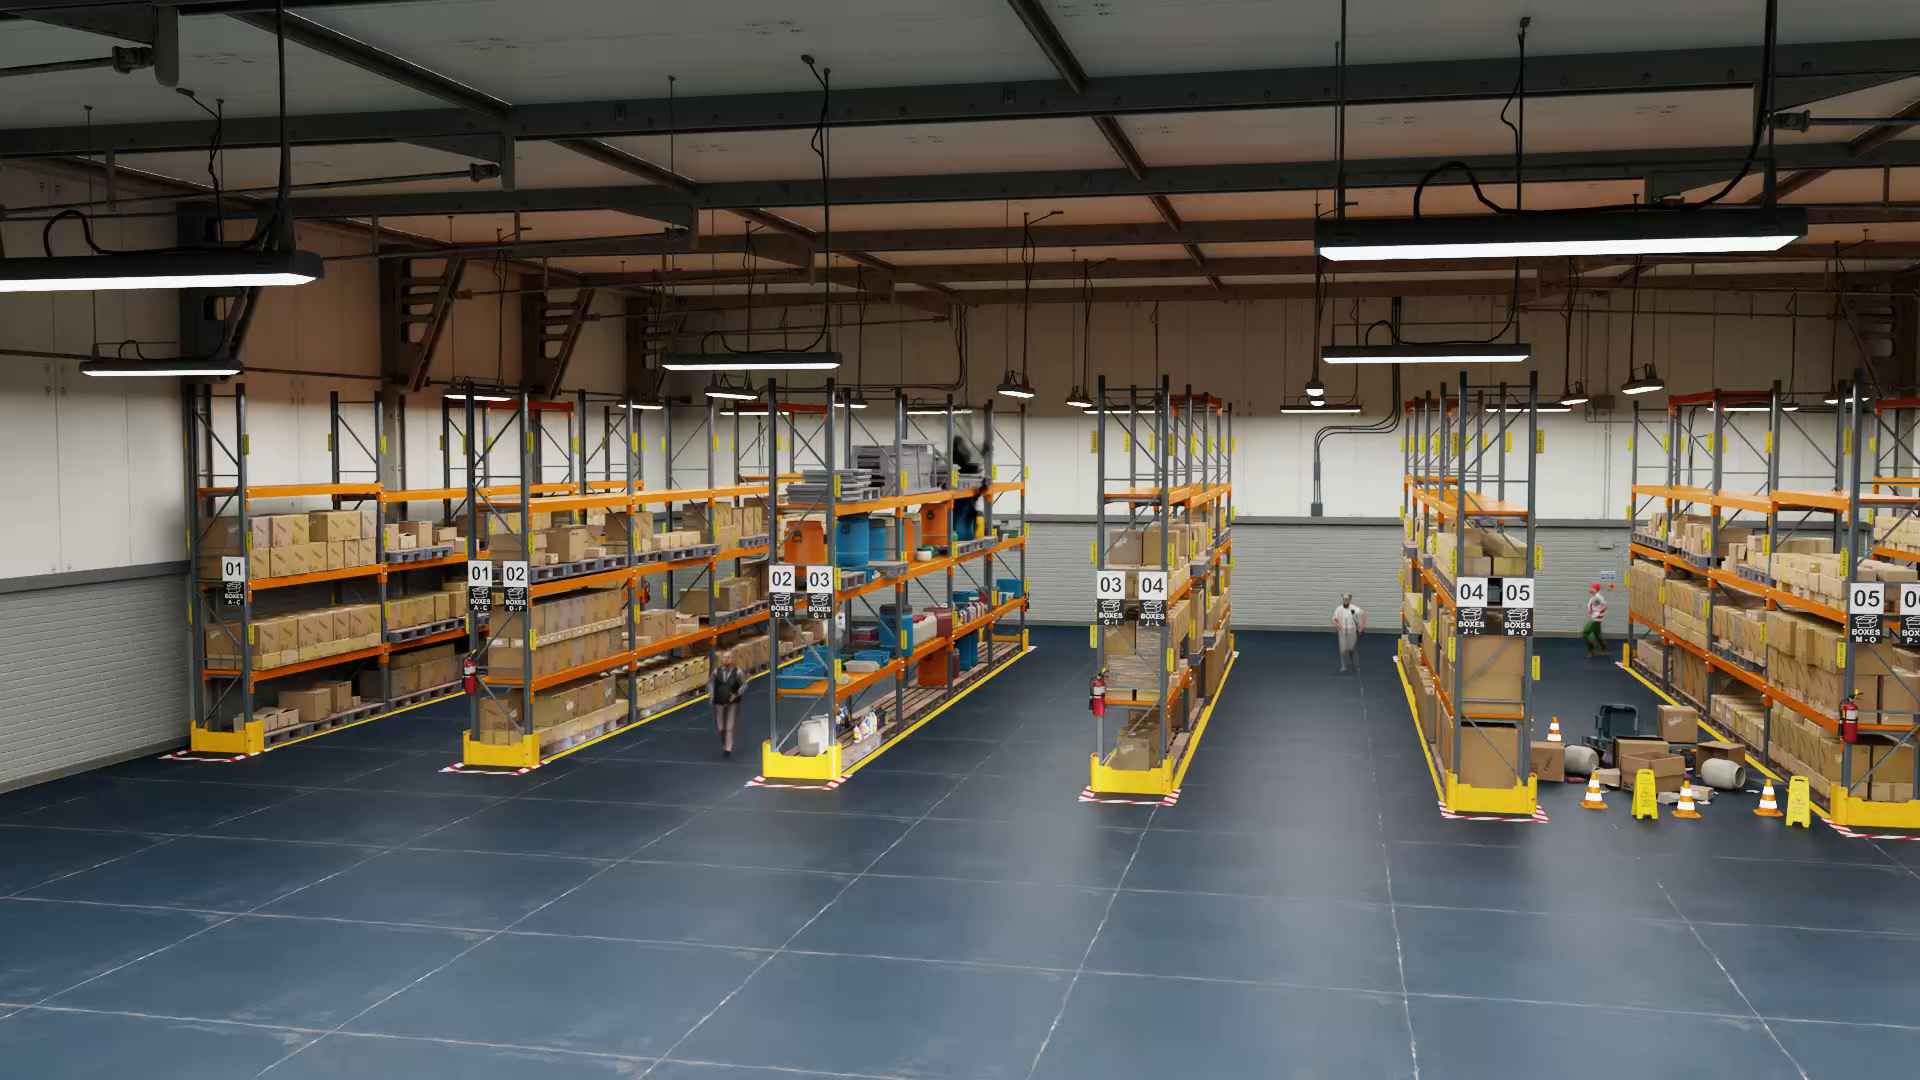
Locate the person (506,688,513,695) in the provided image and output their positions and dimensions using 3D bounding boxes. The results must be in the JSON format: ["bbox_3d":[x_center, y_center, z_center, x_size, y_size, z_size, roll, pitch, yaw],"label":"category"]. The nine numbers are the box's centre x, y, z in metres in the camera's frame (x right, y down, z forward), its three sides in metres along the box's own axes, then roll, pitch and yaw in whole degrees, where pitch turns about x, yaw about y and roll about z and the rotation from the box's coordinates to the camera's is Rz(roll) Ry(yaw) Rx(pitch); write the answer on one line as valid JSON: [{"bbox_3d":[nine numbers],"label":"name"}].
[{"bbox_3d":[-8.087,2.456,30.169,0.582,1.634,0.605,0,3,5],"label":"person"}]

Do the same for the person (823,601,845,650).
[{"bbox_3d":[-2.674,2.125,35.368,0.483,1.742,0.807,0,3,0],"label":"person"}]

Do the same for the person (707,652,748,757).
[{"bbox_3d":[-3.744,2.634,26.770,0.671,1.679,0.597,0,3,-1],"label":"person"}]

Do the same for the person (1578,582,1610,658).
[{"bbox_3d":[14.855,1.901,38.922,0.732,1.826,0.652,1,3,20],"label":"person"}]

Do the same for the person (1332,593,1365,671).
[{"bbox_3d":[8.563,2.040,36.707,0.700,1.740,0.677,1,3,20],"label":"person"}]
